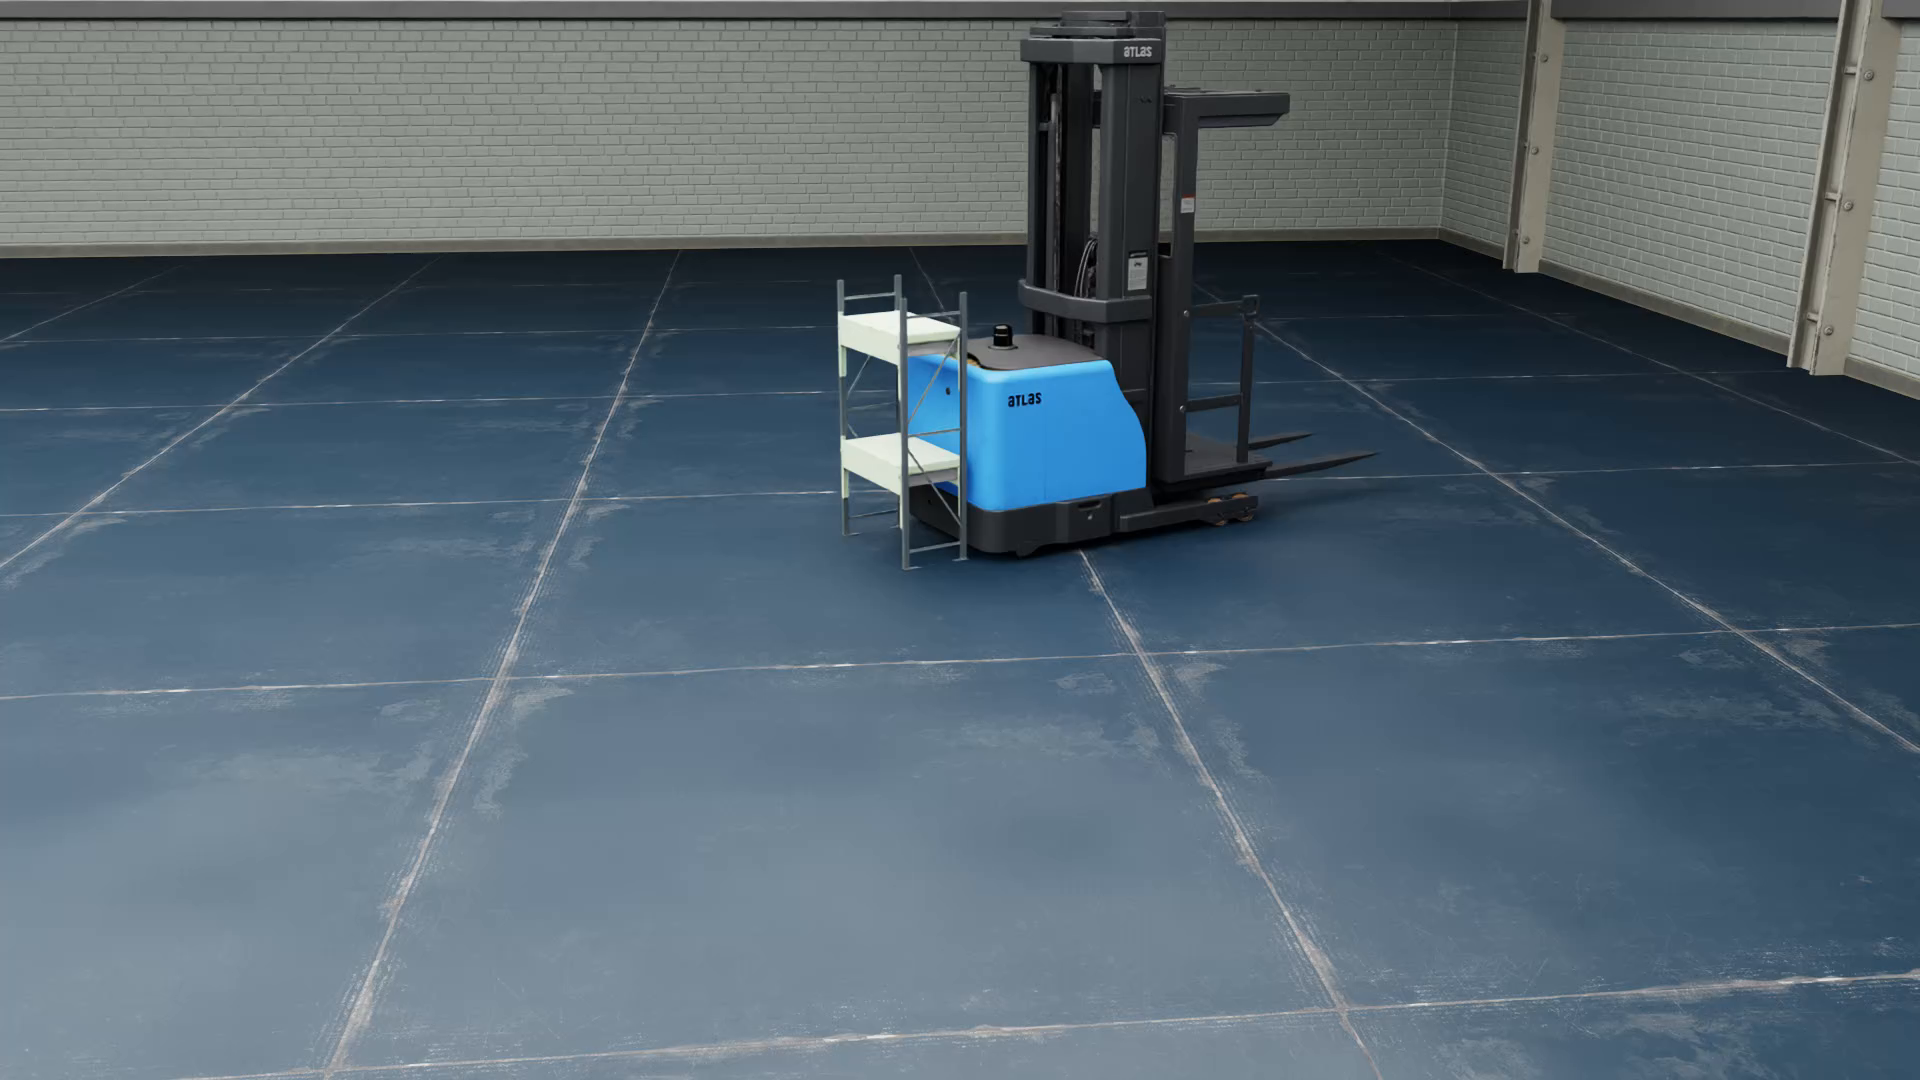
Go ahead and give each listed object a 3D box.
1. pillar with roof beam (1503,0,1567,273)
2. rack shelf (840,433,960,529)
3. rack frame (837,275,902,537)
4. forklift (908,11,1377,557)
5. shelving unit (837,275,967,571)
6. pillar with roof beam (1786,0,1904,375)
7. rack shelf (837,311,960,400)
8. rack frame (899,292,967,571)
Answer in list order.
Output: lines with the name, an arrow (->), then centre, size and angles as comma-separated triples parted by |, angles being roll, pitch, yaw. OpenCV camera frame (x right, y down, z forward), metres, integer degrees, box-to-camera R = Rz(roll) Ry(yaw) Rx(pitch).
pillar with roof beam -> 2.483, -7.412, 18.264 | 9.100, 9.000, 0.400 | -2, 18, -6
rack shelf -> -0.326, -0.360, 9.407 | 0.431, 0.370, 0.720 | -10, 20, -29
rack frame -> -0.511, -0.765, 9.610 | 0.400, 1.500, 0.023 | -10, 20, -29
forklift -> 1.211, -1.607, 9.903 | 3.031, 2.935, 1.130 | -10, 20, -28
shelving unit -> -0.326, -0.671, 9.309 | 0.431, 1.500, 0.755 | -10, 20, -29
pillar with roof beam -> 3.101, -5.625, 12.570 | 9.100, 9.000, 0.400 | -2, 18, -6
rack shelf -> -0.326, -1.043, 9.192 | 0.431, 0.370, 0.720 | -10, 20, -29
rack frame -> -0.140, -0.576, 9.008 | 0.400, 1.500, 0.023 | -10, 20, -29
